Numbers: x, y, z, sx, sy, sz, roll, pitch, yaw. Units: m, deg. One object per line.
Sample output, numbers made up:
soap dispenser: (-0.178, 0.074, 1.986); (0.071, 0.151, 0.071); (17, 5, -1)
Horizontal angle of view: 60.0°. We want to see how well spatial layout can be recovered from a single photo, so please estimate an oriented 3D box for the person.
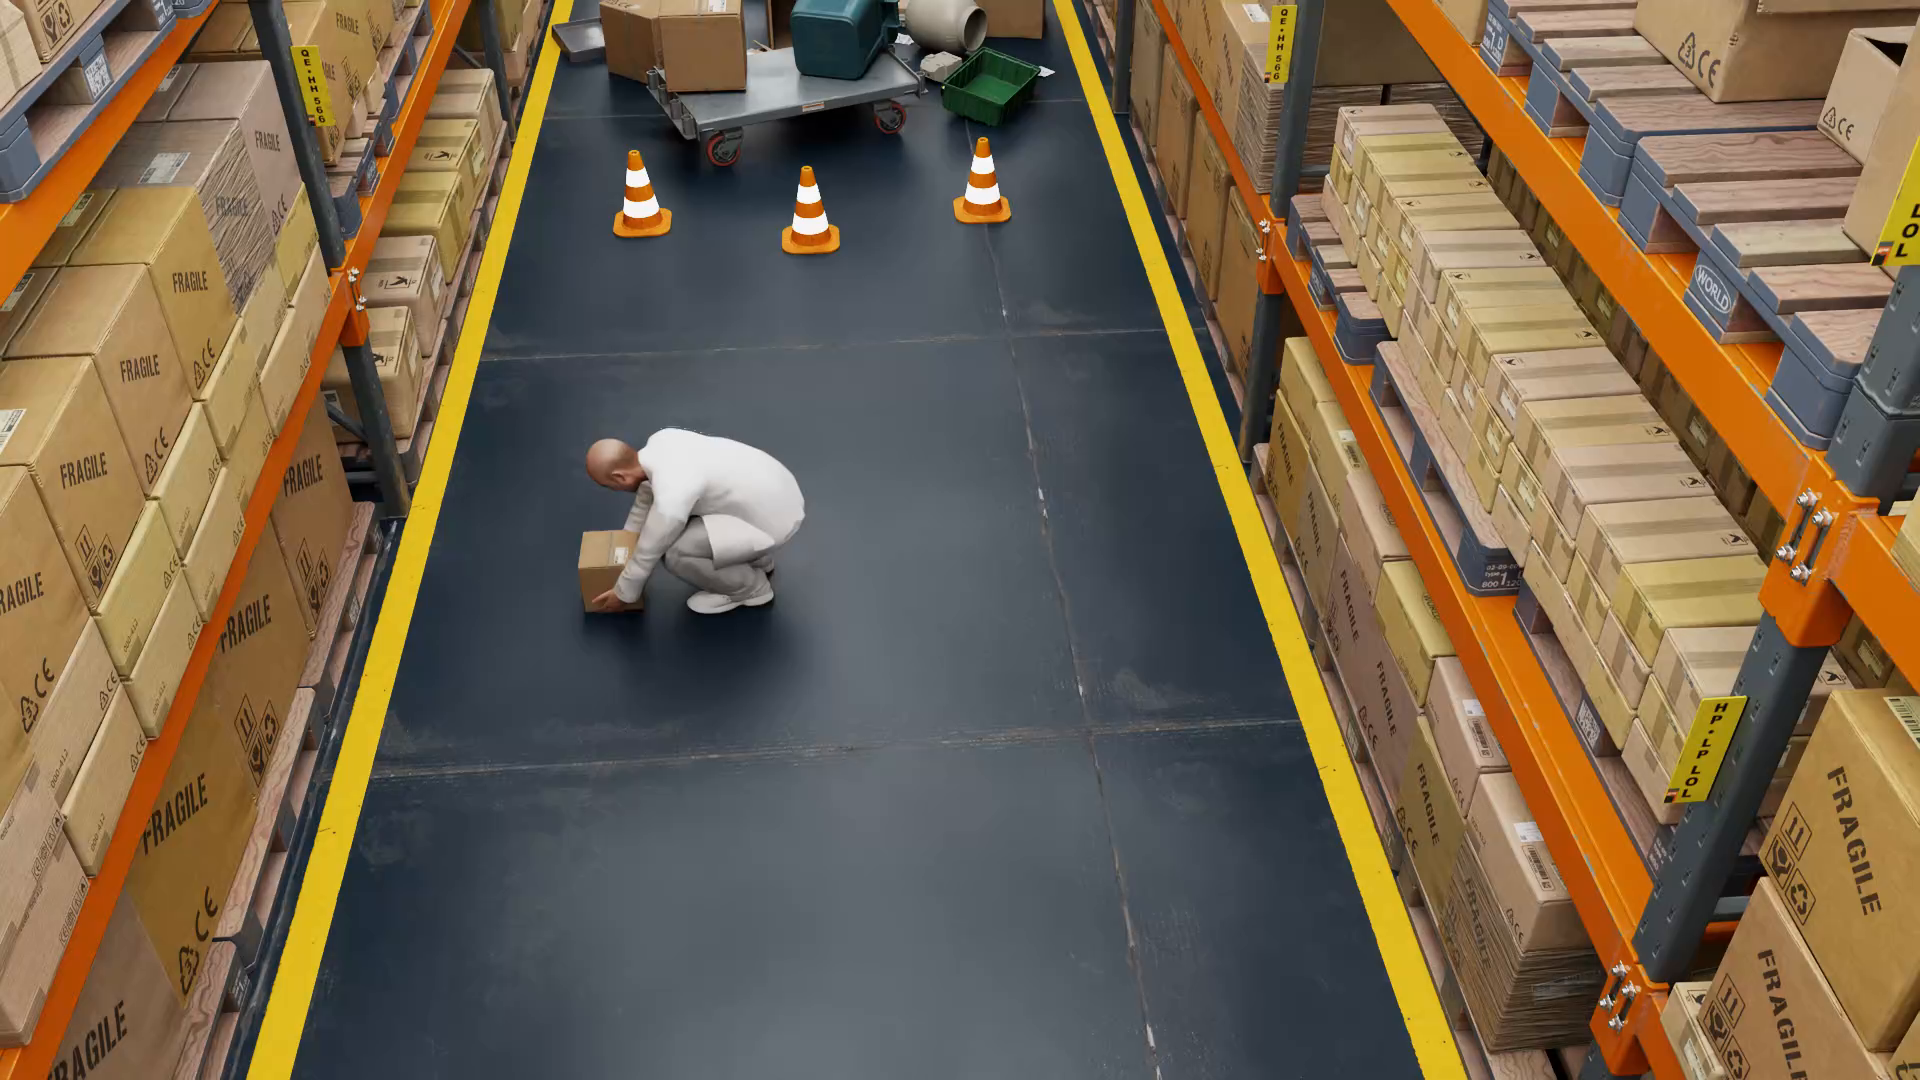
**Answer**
person: (-1.127, -0.105, 7.064); (0.935, 0.878, 0.587); (-3, 39, -4)
